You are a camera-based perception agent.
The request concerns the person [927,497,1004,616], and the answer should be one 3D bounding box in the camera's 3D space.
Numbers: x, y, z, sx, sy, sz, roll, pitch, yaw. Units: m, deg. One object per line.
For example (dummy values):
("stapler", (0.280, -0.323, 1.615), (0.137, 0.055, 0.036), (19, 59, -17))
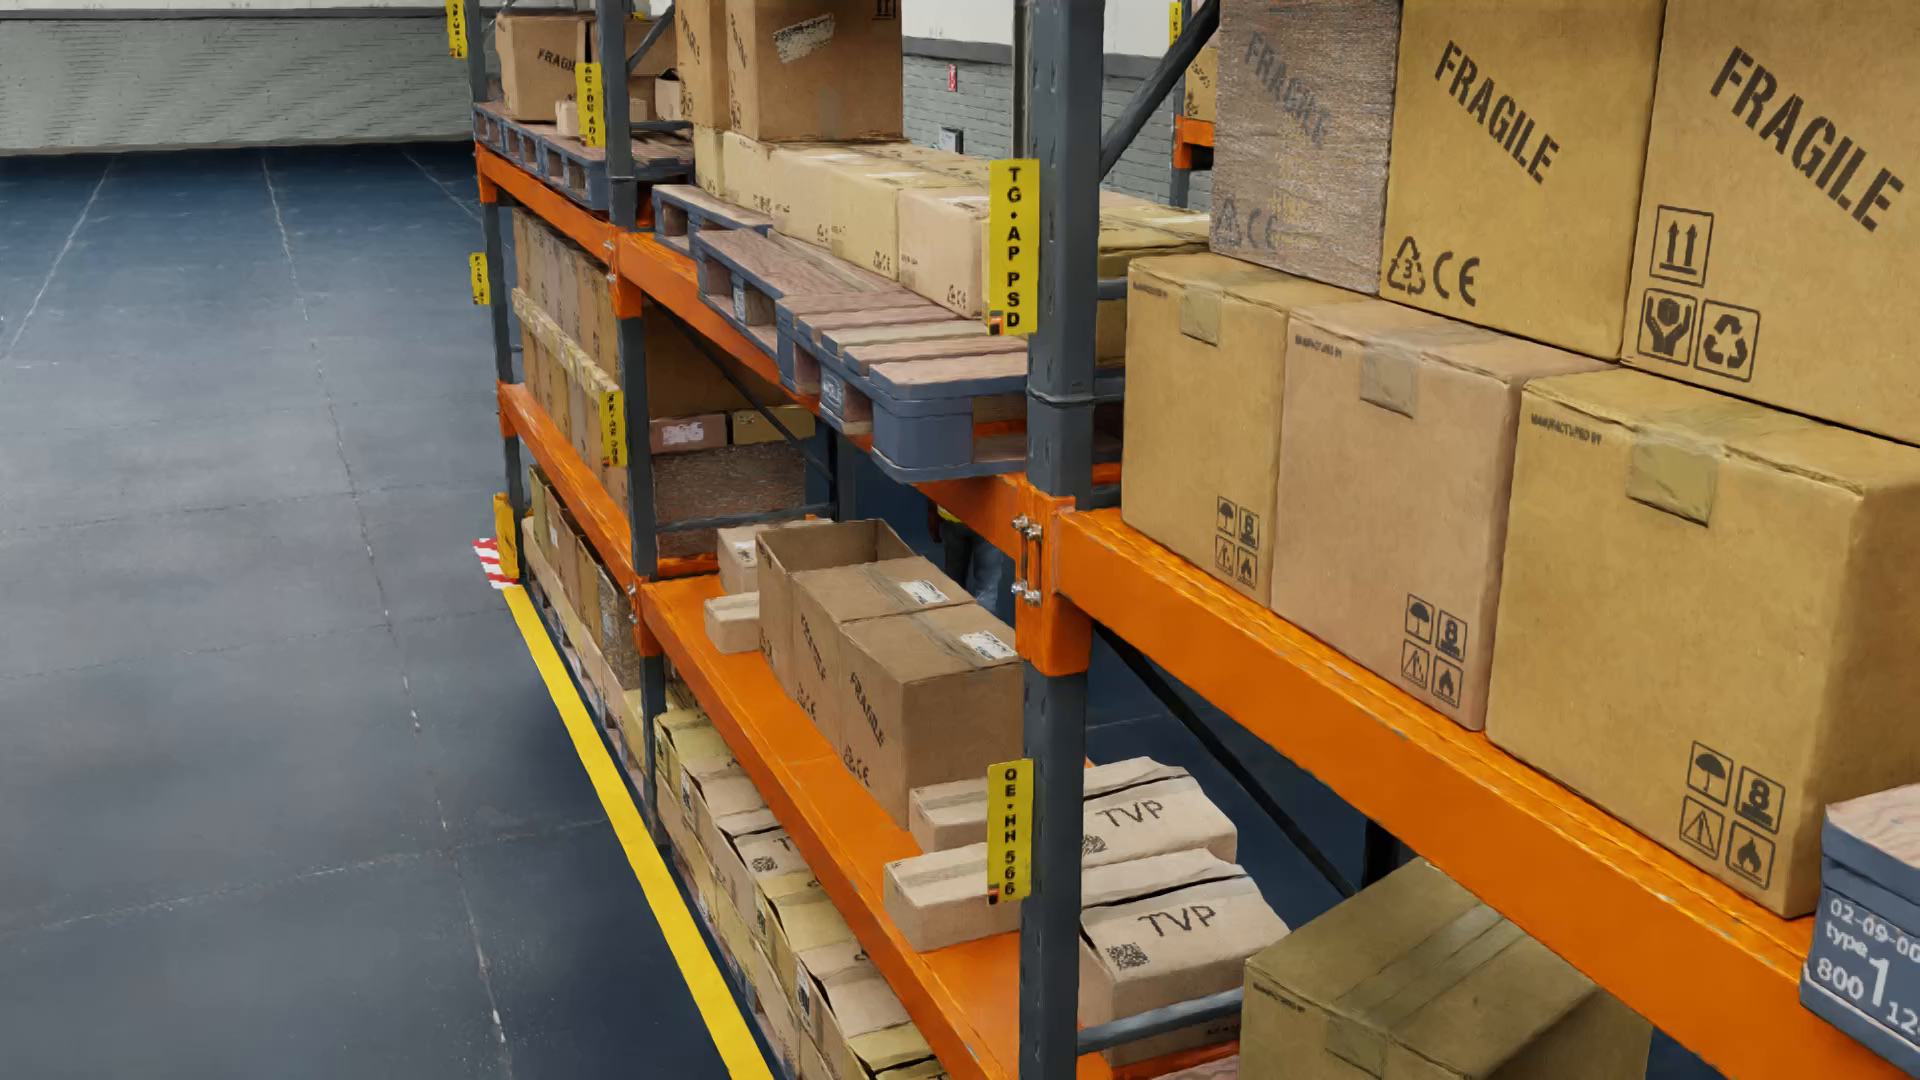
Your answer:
("person", (0.135, -0.166, 9.490), (0.600, 1.765, 0.632), (8, 20, 23))
